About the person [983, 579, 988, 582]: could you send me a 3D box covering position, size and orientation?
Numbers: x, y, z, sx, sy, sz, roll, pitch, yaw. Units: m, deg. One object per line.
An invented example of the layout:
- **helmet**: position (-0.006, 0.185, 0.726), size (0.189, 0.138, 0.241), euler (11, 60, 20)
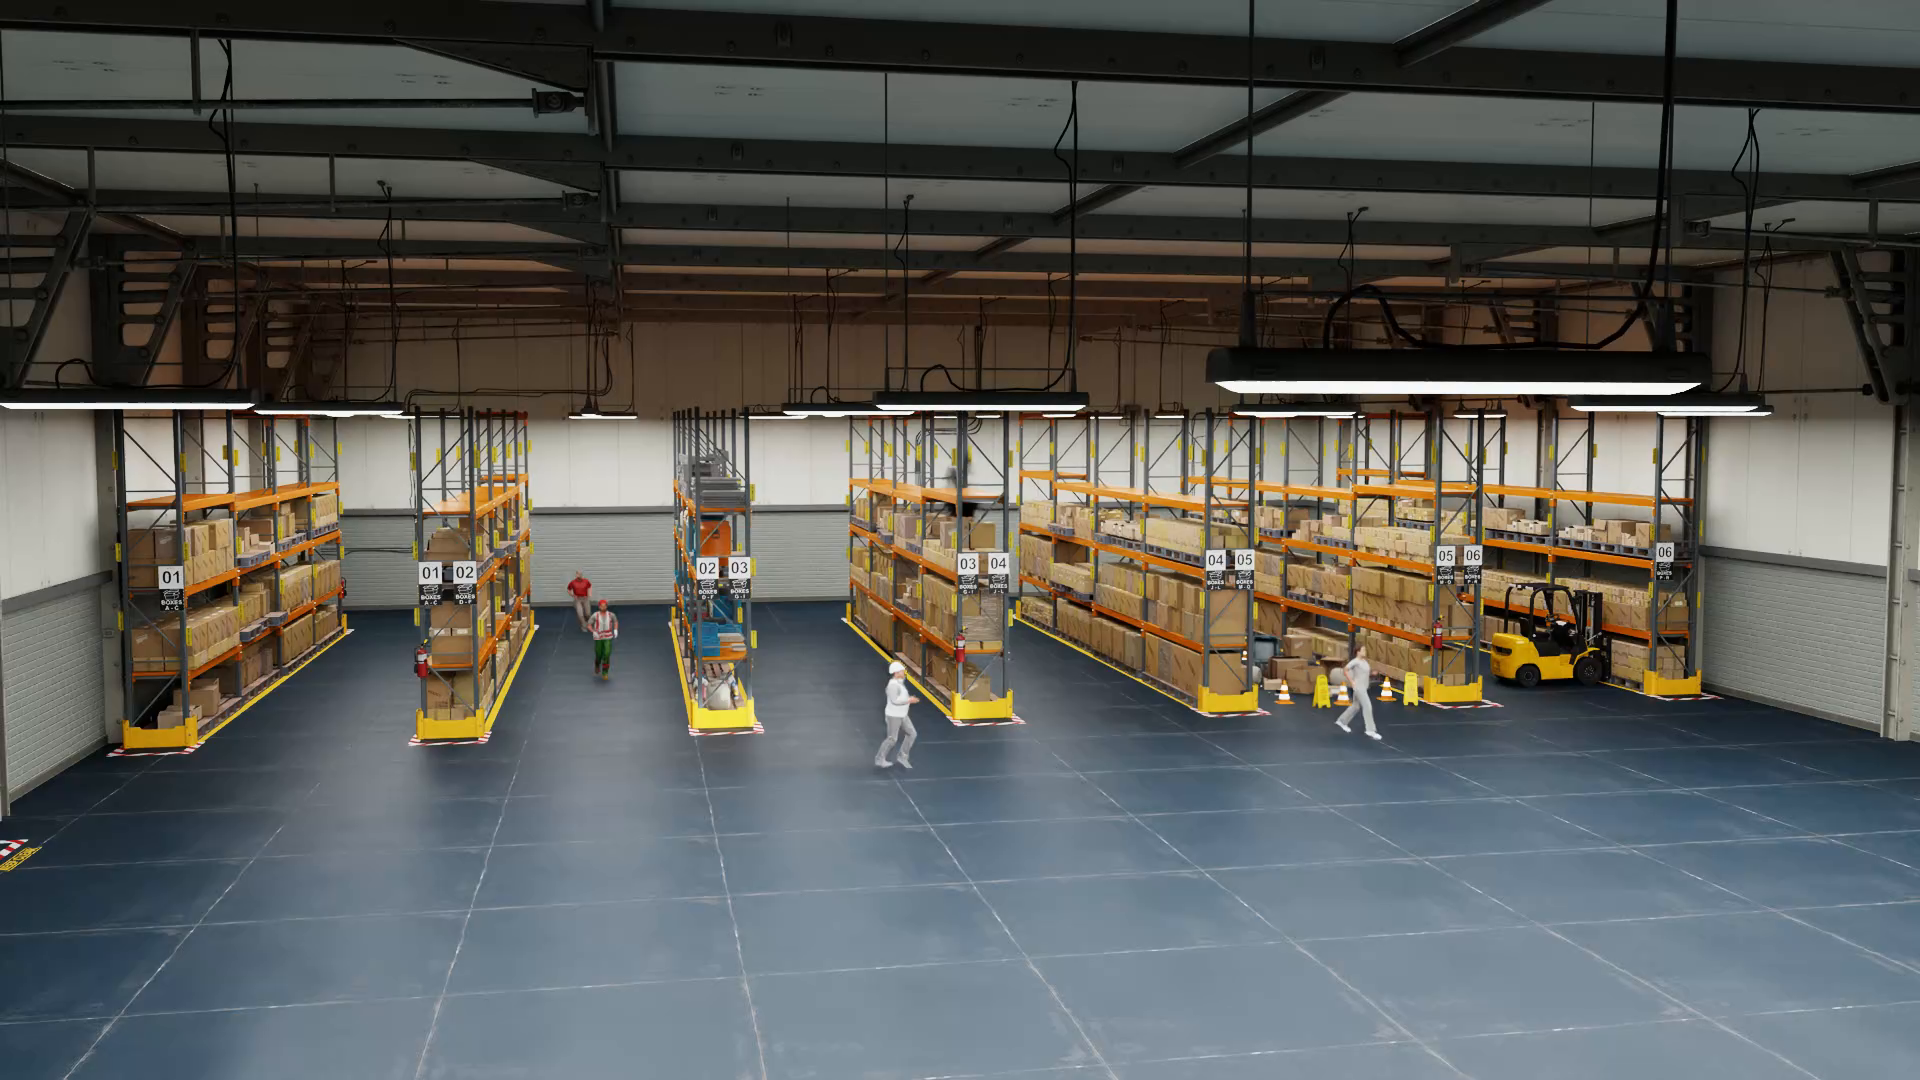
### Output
- **person**: position (0.430, 1.506, 48.276), size (0.729, 1.594, 0.540), euler (2, 4, 24)

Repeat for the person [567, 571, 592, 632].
- **person**: position (-10.362, 1.665, 45.370), size (0.693, 1.677, 0.565), euler (-2, 4, -24)

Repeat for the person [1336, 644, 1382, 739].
- **person**: position (7.255, 2.719, 30.168), size (0.910, 1.685, 0.553), euler (3, 5, 34)

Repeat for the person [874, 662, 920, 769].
- **person**: position (-1.017, 2.902, 27.342), size (0.786, 1.810, 0.609), euler (1, 4, 15)

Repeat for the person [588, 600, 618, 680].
- **person**: position (-7.954, 2.207, 37.087), size (0.684, 1.780, 0.782), euler (-1, 4, -20)
